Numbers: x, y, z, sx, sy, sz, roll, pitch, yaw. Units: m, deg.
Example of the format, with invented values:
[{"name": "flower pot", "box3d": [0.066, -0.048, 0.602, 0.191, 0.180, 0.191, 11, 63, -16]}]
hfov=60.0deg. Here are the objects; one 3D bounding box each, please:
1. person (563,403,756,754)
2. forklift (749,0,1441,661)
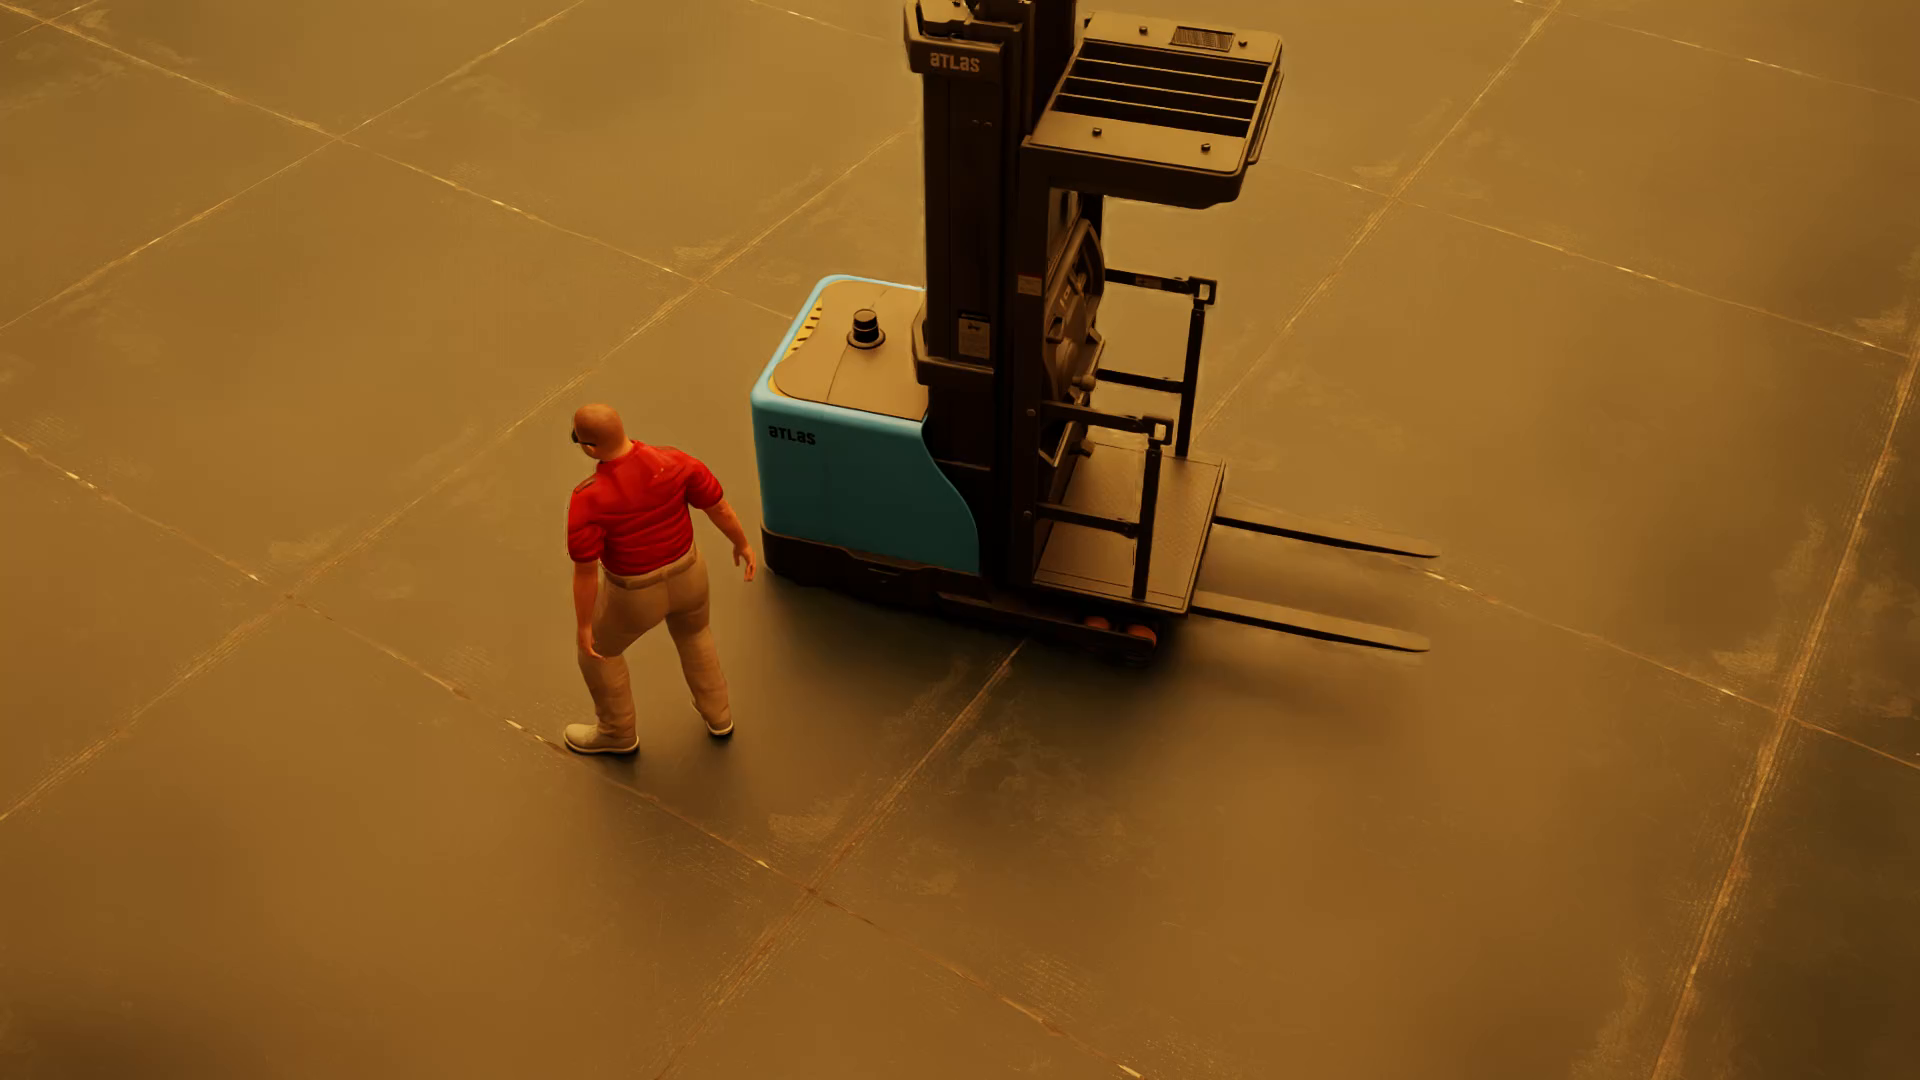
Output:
[{"name": "person", "box3d": [-1.236, 0.174, 6.583, 0.876, 1.702, 0.416, -24, 49, -24]}, {"name": "forklift", "box3d": [0.658, -0.936, 6.836, 3.031, 2.935, 1.130, 11, 45, 12]}]
